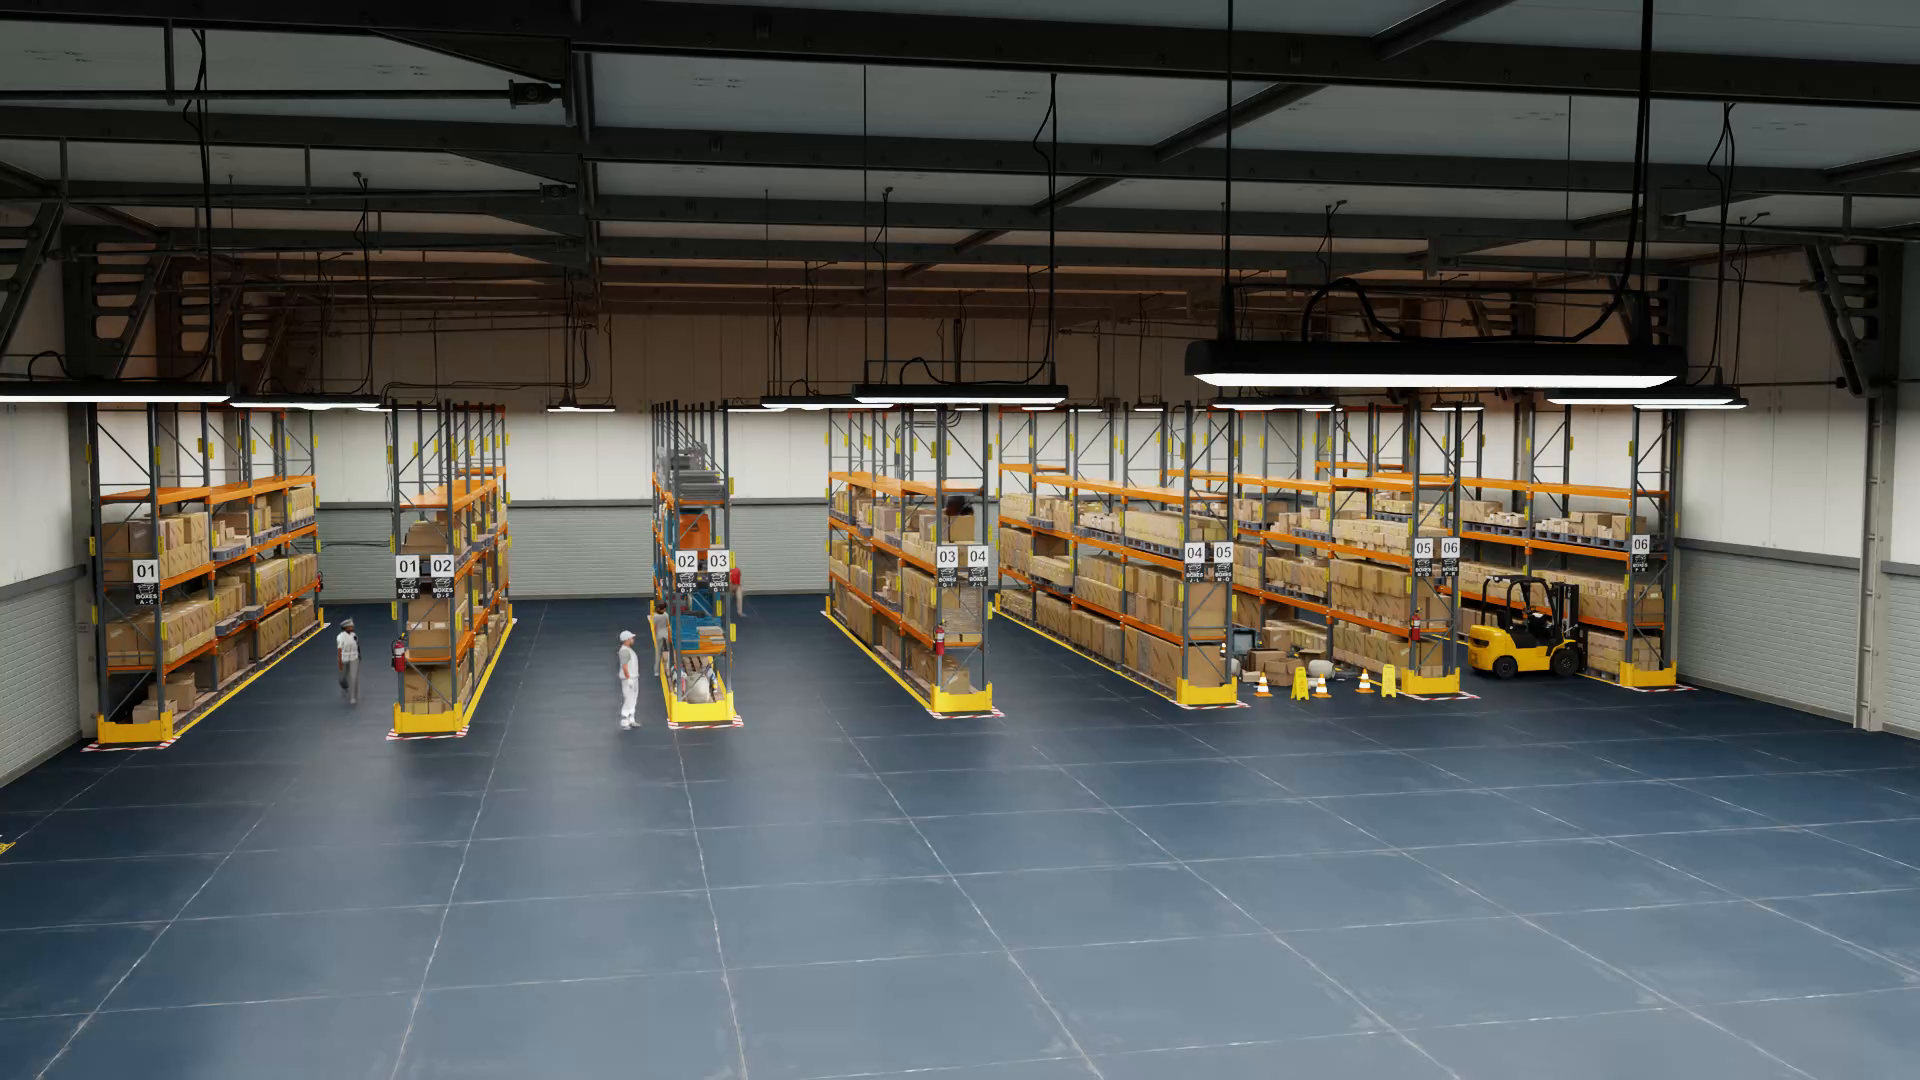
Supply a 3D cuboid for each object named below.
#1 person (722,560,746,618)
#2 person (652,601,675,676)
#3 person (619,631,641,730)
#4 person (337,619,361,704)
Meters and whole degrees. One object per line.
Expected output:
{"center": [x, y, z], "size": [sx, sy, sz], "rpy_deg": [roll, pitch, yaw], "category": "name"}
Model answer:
{"center": [-6.375, 1.358, 46.942], "size": [0.648, 1.679, 1.028], "rpy_deg": [-3, 5, -30], "category": "person"}
{"center": [-6.452, 2.147, 36.238], "size": [0.481, 1.675, 0.477], "rpy_deg": [0, 4, 1], "category": "person"}
{"center": [-6.029, 2.559, 30.420], "size": [0.439, 1.820, 0.597], "rpy_deg": [1, 4, 14], "category": "person"}
{"center": [-12.119, 2.394, 33.033], "size": [0.441, 1.654, 0.612], "rpy_deg": [-1, 4, -14], "category": "person"}
